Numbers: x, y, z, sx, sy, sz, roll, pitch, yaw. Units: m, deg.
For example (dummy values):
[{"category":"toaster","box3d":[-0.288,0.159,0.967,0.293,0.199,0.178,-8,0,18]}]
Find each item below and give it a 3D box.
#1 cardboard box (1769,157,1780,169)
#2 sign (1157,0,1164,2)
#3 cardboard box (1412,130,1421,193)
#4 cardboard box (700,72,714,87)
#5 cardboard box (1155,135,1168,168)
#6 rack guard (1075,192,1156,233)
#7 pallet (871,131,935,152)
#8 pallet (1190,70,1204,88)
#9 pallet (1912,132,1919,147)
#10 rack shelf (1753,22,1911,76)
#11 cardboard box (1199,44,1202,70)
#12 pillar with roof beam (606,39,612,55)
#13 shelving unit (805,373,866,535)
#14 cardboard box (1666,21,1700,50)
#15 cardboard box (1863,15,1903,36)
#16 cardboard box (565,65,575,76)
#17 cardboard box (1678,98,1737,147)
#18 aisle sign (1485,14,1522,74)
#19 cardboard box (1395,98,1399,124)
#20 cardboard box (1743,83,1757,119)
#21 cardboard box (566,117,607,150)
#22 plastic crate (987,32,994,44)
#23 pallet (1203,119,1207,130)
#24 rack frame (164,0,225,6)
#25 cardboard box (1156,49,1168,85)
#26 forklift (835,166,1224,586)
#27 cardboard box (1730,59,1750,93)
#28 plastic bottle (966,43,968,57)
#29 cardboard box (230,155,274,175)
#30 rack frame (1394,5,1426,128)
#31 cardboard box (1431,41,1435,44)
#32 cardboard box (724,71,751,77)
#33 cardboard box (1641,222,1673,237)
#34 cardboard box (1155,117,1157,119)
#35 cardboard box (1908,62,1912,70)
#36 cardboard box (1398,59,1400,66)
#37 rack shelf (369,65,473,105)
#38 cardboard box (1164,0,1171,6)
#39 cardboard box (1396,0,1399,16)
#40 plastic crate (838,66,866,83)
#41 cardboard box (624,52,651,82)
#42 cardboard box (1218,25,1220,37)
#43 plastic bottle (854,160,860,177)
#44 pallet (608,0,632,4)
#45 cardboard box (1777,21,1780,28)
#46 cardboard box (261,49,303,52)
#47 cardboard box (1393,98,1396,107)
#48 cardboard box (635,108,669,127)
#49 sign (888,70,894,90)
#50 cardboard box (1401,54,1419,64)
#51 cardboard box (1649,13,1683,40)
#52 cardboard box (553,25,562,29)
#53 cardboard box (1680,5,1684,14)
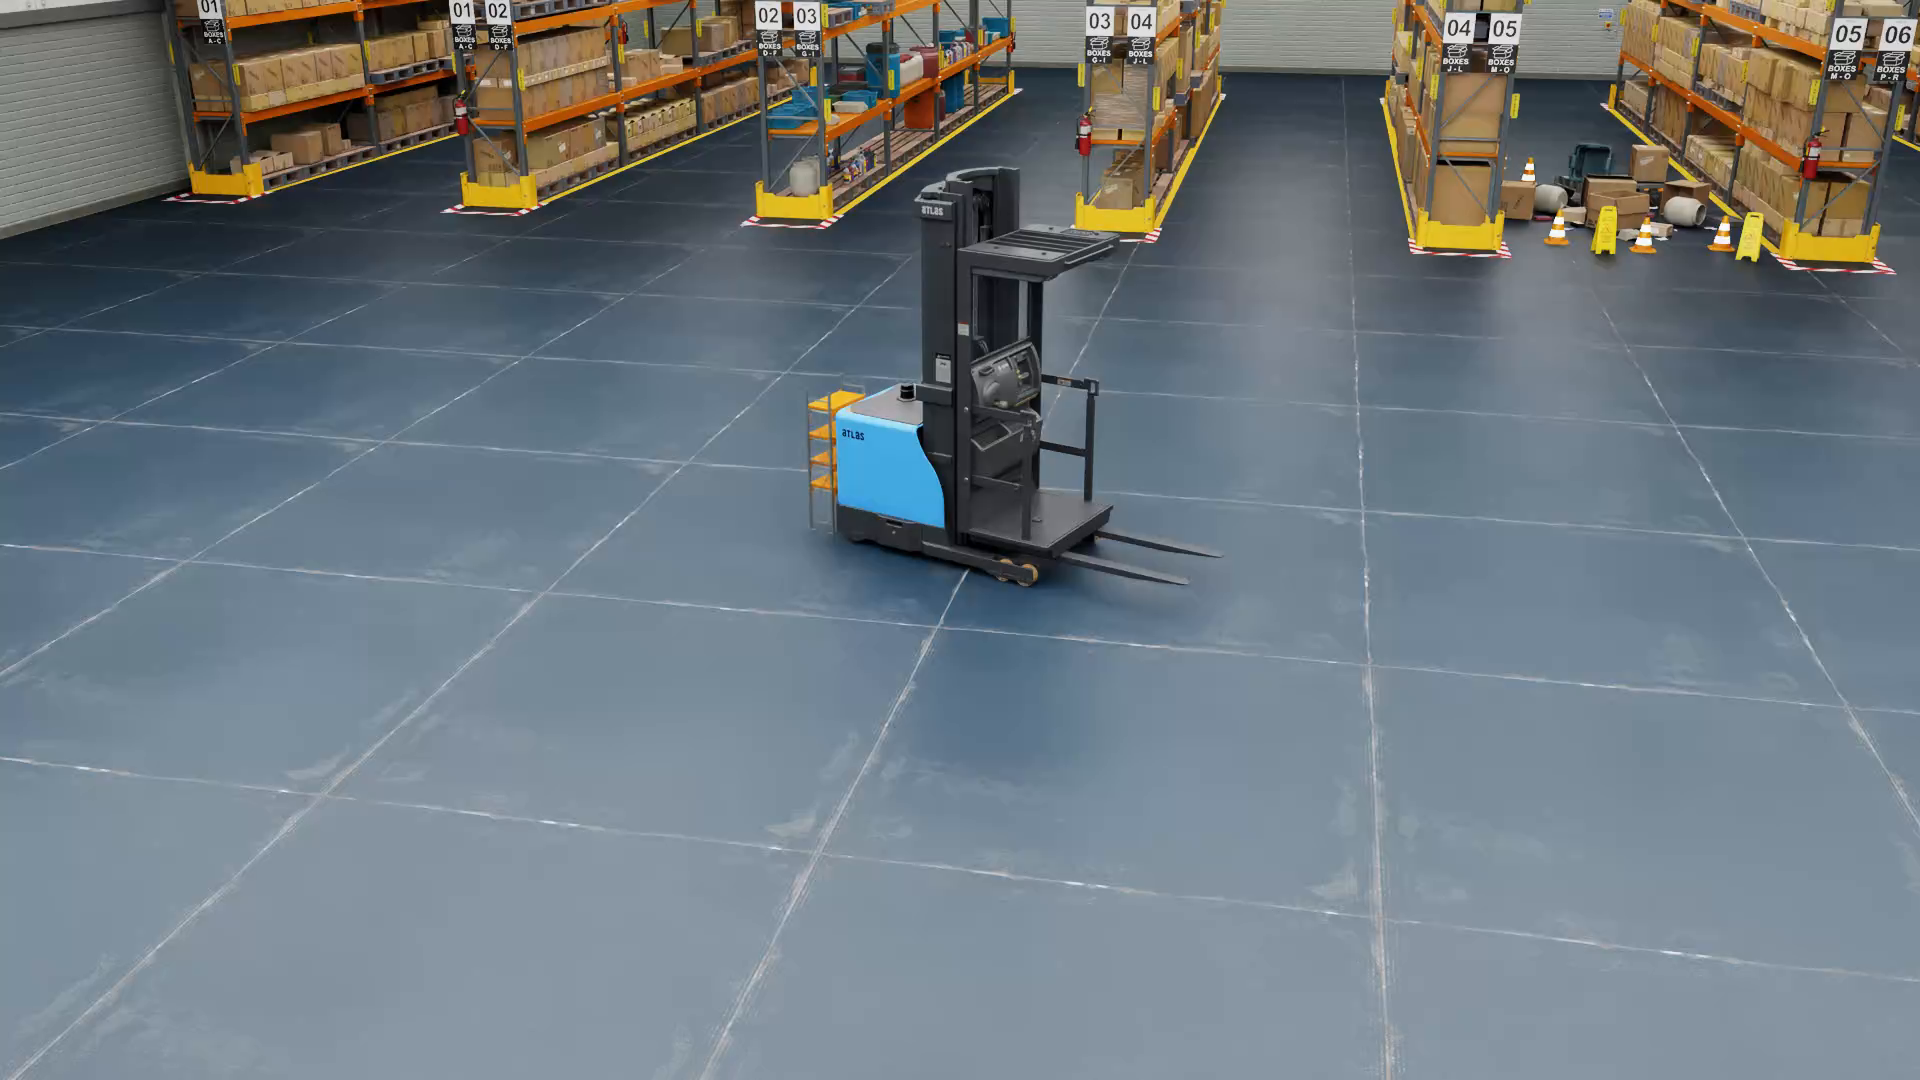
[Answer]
[{"category":"cardboard box","box3d":[12.037,-5.488,24.242,0.380,0.149,0.250,5,23,13]},{"category":"sign","box3d":[2.840,-7.791,23.528,0.100,0.325,0.005,4,22,11]},{"category":"cardboard box","box3d":[7.763,-6.067,26.716,0.875,0.875,0.875,5,22,12]},{"category":"cardboard box","box3d":[-5.583,-9.865,35.617,0.500,0.250,0.500,4,22,10]},{"category":"cardboard box","box3d":[3.271,-6.765,28.924,0.700,0.500,0.500,3,22,7]},{"category":"rack guard","box3d":[2.324,-4.903,24.890,1.175,0.500,0.348,4,22,11]},{"category":"pallet","box3d":[-1.104,-7.765,32.381,1.003,0.211,1.213,4,22,11]},{"category":"pallet","box3d":[3.900,-8.603,30.987,1.213,0.211,1.003,4,22,11]},{"category":"pallet","box3d":[19.190,-7.697,32.214,1.003,0.211,1.213,4,22,11]},{"category":"rack shelf","box3d":[12.418,-7.069,23.868,1.077,0.370,4.000,4,22,11]},{"category":"cardboard box","box3d":[4.510,-9.541,32.924,0.500,0.500,0.500,4,22,10]},{"category":"pillar with roof beam","box3d":[-5.056,-16.527,42.376,9.100,9.000,0.400,4,22,11]},{"category":"shelving unit","box3d":[-0.996,-0.700,13.517,0.258,1.200,0.503,13,25,29]},{"category":"cardboard box","box3d":[13.906,-9.668,31.902,0.500,0.500,0.500,4,22,10]},{"category":"cardboard box","box3d":[12.373,-6.903,22.296,0.500,0.250,0.500,4,22,10]},{"category":"cardboard box","box3d":[-6.730,-7.924,28.043,0.380,0.149,0.250,5,23,13]},{"category":"cardboard box","box3d":[13.865,-7.661,30.673,0.875,0.875,0.875,4,22,10]},{"category":"aisle sign","box3d":[7.423,-6.777,22.716,0.394,0.787,0.004,4,22,11]},{"category":"cardboard box","box3d":[9.182,-8.794,33.988,0.500,0.500,0.500,5,23,13]},{"category":"cardboard box","box3d":[12.463,-6.787,25.689,0.500,0.500,0.500,4,22,11]},{"category":"cardboard box","box3d":[-6.567,-7.153,29.245,0.500,0.500,0.500,4,22,11]},{"category":"plastic crate","box3d":[0.556,-11.444,37.927,0.416,0.233,0.300,4,22,11]},{"category":"pallet","box3d":[4.673,-8.842,35.057,1.003,0.211,1.213,4,22,11]},{"category":"rack frame","box3d":[-12.239,-9.951,26.046,1.000,3.000,0.127,4,22,11]},{"category":"cardboard box","box3d":[2.897,-7.229,25.448,0.500,0.500,0.500,4,22,11]},{"category":"forklift","box3d":[0.529,-1.236,12.531,3.031,2.935,1.130,13,25,29]},{"category":"cardboard box","box3d":[12.796,-7.490,26.871,0.500,0.500,0.500,5,22,11]},{"category":"plastic bottle","box3d":[0.142,-10.490,35.572,0.061,0.283,0.133,4,22,11]},{"category":"cardboard box","box3d":[-12.010,-6.371,28.198,0.500,0.311,0.500,2,22,5]},{"category":"rack frame","box3d":[9.592,-10.009,34.220,1.000,3.000,0.127,4,22,11]},{"category":"cardboard box","box3d":[8.262,-8.148,28.128,0.700,0.500,0.500,5,22,11]},{"category":"cardboard box","box3d":[-5.102,-10.455,38.085,0.500,0.500,0.500,4,22,11]},{"category":"cardboard box","box3d":[10.300,-4.590,24.583,0.380,0.149,0.250,18,28,38]},{"category":"cardboard box","box3d":[2.848,-6.462,25.751,0.380,0.149,0.250,4,22,11]},{"category":"cardboard box","box3d":[19.198,-9.504,33.304,0.380,0.149,0.250,5,22,12]},{"category":"cardboard box","box3d":[8.585,-9.115,31.776,0.380,0.149,0.250,4,22,10]},{"category":"rack shelf","box3d":[-11.015,-9.029,32.749,1.077,0.370,4.000,4,22,11]},{"category":"cardboard box","box3d":[3.077,-8.381,25.832,0.380,0.149,0.250,6,23,13]},{"category":"cardboard box","box3d":[10.057,-11.976,37.234,0.500,0.500,0.500,4,22,11]},{"category":"plastic crate","box3d":[-1.925,-8.106,29.409,0.402,0.464,0.583,4,22,11]},{"category":"cardboard box","box3d":[-6.190,-8.956,31.473,0.500,0.500,0.500,4,22,11]},{"category":"cardboard box","box3d":[5.734,-11.758,38.365,0.500,0.250,0.500,4,22,10]},{"category":"plastic bottle","box3d":[-1.734,-6.227,27.892,0.097,0.271,0.097,0,22,0]},{"category":"pallet","box3d":[-6.405,-9.881,30.143,0.805,0.209,1.217,4,22,9]},{"category":"cardboard box","box3d":[12.472,-7.732,24.887,0.380,0.149,0.250,4,22,11]},{"category":"cardboard box","box3d":[-11.939,-8.392,29.375,0.500,0.500,0.500,5,22,12]},{"category":"cardboard box","box3d":[9.388,-9.258,35.213,0.380,0.149,0.250,3,22,8]},{"category":"cardboard box","box3d":[-5.932,-8.128,31.919,0.500,0.311,0.500,5,22,12]},{"category":"sign","box3d":[-1.188,-7.958,28.758,0.100,0.325,0.005,4,22,11]},{"category":"cardboard box","box3d":[8.431,-8.977,31.036,0.380,0.149,0.250,5,22,12]},{"category":"cardboard box","box3d":[14.284,-10.372,33.650,0.500,0.500,0.500,4,22,10]},{"category":"cardboard box","box3d":[-9.664,-11.893,38.497,0.980,0.700,0.700,5,22,12]},{"category":"cardboard box","box3d":[14.824,-10.767,33.762,0.380,0.149,0.250,4,22,10]}]
